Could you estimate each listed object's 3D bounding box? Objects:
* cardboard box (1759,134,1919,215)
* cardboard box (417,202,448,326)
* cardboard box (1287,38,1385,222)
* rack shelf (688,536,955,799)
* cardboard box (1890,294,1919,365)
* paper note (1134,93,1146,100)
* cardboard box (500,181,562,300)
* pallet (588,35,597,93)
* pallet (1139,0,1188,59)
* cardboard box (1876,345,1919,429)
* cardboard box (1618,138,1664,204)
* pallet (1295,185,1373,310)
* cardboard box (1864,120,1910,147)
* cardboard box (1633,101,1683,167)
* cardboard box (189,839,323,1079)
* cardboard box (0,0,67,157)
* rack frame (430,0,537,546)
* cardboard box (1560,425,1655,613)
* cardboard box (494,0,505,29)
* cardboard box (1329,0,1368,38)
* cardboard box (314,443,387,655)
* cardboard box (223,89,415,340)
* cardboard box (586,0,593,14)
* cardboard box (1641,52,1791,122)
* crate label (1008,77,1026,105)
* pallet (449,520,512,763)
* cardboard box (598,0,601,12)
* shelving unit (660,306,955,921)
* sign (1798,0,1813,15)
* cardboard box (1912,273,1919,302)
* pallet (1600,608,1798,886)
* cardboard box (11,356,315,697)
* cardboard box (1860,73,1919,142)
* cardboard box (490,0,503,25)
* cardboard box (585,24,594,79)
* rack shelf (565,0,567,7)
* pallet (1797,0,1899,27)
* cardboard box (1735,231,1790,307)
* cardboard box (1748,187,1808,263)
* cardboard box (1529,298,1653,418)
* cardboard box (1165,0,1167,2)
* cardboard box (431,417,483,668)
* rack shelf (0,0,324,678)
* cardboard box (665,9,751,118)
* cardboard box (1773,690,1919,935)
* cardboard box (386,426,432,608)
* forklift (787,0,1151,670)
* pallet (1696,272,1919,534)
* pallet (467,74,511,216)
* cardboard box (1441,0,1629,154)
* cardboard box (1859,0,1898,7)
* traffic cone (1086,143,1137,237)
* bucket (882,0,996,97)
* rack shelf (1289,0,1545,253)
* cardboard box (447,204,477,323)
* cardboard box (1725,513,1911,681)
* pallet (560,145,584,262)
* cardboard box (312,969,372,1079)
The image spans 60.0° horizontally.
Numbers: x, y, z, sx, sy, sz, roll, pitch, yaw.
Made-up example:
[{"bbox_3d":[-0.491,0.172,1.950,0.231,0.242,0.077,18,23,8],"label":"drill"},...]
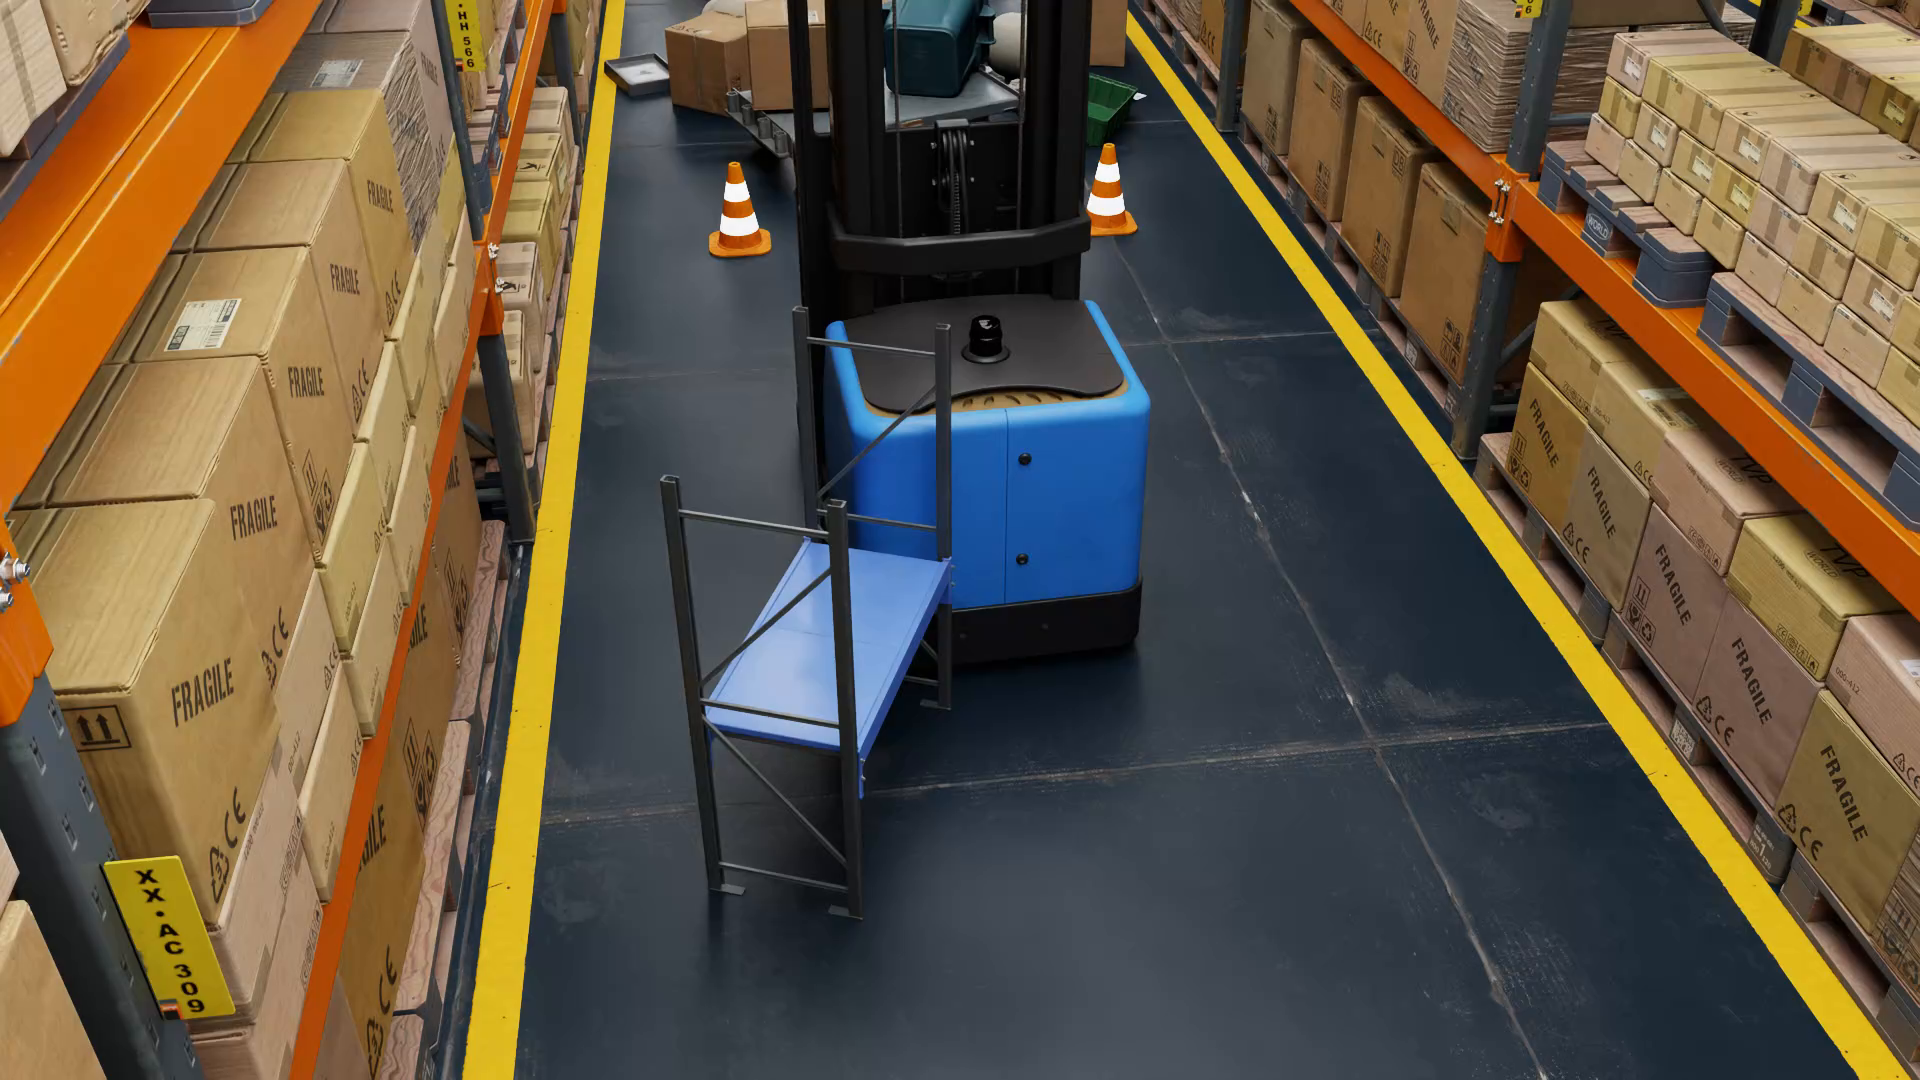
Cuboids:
[{"bbox_3d":[2.678,-1.109,5.035,0.380,0.149,0.250,-3,34,-4],"label":"cardboard box"},{"bbox_3d":[-1.835,-0.828,4.991,0.500,0.250,0.500,-5,35,-8],"label":"cardboard box"},{"bbox_3d":[2.428,-2.249,9.012,1.050,0.750,0.750,-4,35,-6],"label":"cardboard box"},{"bbox_3d":[-0.403,0.365,5.201,0.538,0.185,1.000,9,35,12],"label":"rack shelf"},{"bbox_3d":[2.775,-0.554,4.486,0.380,0.149,0.250,-4,35,-6],"label":"cardboard box"},{"bbox_3d":[1.142,-2.964,11.071,0.142,0.020,0.147,27,43,34],"label":"paper note"},{"bbox_3d":[-2.494,-1.459,8.187,0.950,0.372,0.625,-3,34,-5],"label":"cardboard box"},{"bbox_3d":[-3.055,-3.354,11.485,1.003,0.211,1.213,-4,35,-6],"label":"pallet"},{"bbox_3d":[1.937,-3.844,12.203,1.003,0.211,1.213,-4,35,-6],"label":"pallet"},{"bbox_3d":[2.777,-0.422,4.557,0.380,0.149,0.250,-3,34,-4],"label":"cardboard box"},{"bbox_3d":[2.563,-1.307,5.854,0.380,0.149,0.250,-3,34,-4],"label":"cardboard box"},{"bbox_3d":[2.475,-1.624,8.946,1.003,0.211,1.213,-4,35,-6],"label":"pallet"},{"bbox_3d":[3.261,-1.308,5.591,0.380,0.149,0.250,-4,34,-5],"label":"cardboard box"},{"bbox_3d":[2.572,-1.408,5.739,0.380,0.149,0.250,-3,34,-4],"label":"cardboard box"},{"bbox_3d":[-1.484,0.808,3.033,0.500,0.250,0.500,-5,35,-7],"label":"cardboard box"},{"bbox_3d":[-1.407,-0.651,2.125,0.396,0.266,0.258,-5,35,-7],"label":"cardboard box"},{"bbox_3d":[-2.224,-1.220,5.877,1.000,3.000,0.127,-4,35,-6],"label":"rack frame"},{"bbox_3d":[2.581,-0.098,6.077,0.500,0.500,0.500,-4,34,-6],"label":"cardboard box"},{"bbox_3d":[-2.253,-2.391,7.445,0.380,0.149,0.250,-3,34,-5],"label":"cardboard box"},{"bbox_3d":[2.135,-2.767,8.058,0.500,0.500,0.500,-4,34,-6],"label":"cardboard box"},{"bbox_3d":[-1.605,0.028,3.735,0.500,0.250,0.500,-4,34,-6],"label":"cardboard box"},{"bbox_3d":[-1.758,-0.843,4.346,0.500,0.500,0.500,-4,35,-6],"label":"cardboard box"},{"bbox_3d":[-2.726,-3.737,10.972,0.500,0.500,0.500,-3,34,-4],"label":"cardboard box"},{"bbox_3d":[2.576,-1.545,5.675,0.380,0.149,0.250,-5,35,-8],"label":"cardboard box"},{"bbox_3d":[0.452,-2.953,10.961,0.250,0.136,0.298,27,43,34],"label":"crate label"},{"bbox_3d":[-2.193,0.378,6.008,1.003,0.211,1.213,-4,35,-6],"label":"pallet"},{"bbox_3d":[-2.863,-4.001,12.027,0.500,0.250,0.500,-4,35,-6],"label":"cardboard box"},{"bbox_3d":[-0.403,0.217,5.100,0.538,1.500,1.048,9,35,12],"label":"shelving unit"},{"bbox_3d":[3.204,-2.144,6.274,0.100,0.325,0.005,-4,35,-6],"label":"sign"},{"bbox_3d":[2.783,-0.672,4.394,0.380,0.149,0.250,-6,35,-9],"label":"cardboard box"},{"bbox_3d":[2.932,0.616,5.658,1.003,0.211,1.213,-4,35,-6],"label":"pallet"},{"bbox_3d":[-1.556,0.008,3.098,0.500,0.500,0.500,-5,35,-7],"label":"cardboard box"},{"bbox_3d":[3.254,-1.442,5.524,0.380,0.149,0.250,-3,34,-5],"label":"cardboard box"},{"bbox_3d":[-2.210,-2.413,6.901,0.500,0.500,0.500,-4,34,-6],"label":"cardboard box"},{"bbox_3d":[-2.657,-3.136,10.757,0.500,0.250,0.500,-3,34,-4],"label":"cardboard box"},{"bbox_3d":[-3.031,-4.271,10.993,1.077,0.370,4.000,-4,35,-6],"label":"rack shelf"},{"bbox_3d":[6.765,-4.105,12.586,1.003,0.211,1.213,-4,35,-6],"label":"pallet"},{"bbox_3d":[2.676,-0.857,5.194,0.380,0.149,0.250,-3,34,-5],"label":"cardboard box"},{"bbox_3d":[2.678,-0.980,5.110,0.380,0.149,0.250,-4,35,-6],"label":"cardboard box"},{"bbox_3d":[2.520,-0.699,6.293,0.500,0.250,0.500,-6,35,-9],"label":"cardboard box"},{"bbox_3d":[1.868,-4.547,12.272,0.875,0.875,0.875,-5,35,-7],"label":"cardboard box"},{"bbox_3d":[-2.214,-0.124,5.782,0.875,0.875,0.875,-5,35,-7],"label":"cardboard box"},{"bbox_3d":[-1.955,-1.046,3.597,1.077,0.370,4.000,-4,35,-6],"label":"rack shelf"},{"bbox_3d":[-1.558,-3.121,10.884,0.500,0.500,0.500,20,39,26],"label":"cardboard box"},{"bbox_3d":[2.787,0.760,4.818,0.500,0.500,0.500,-5,35,-8],"label":"cardboard box"},{"bbox_3d":[-1.666,-0.047,4.289,0.500,0.250,0.500,-5,35,-7],"label":"cardboard box"},{"bbox_3d":[-0.114,-1.560,6.437,1.130,2.935,3.031,-6,35,-9],"label":"forklift"},{"bbox_3d":[2.974,-0.471,4.947,1.003,0.211,1.213,-4,35,-6],"label":"pallet"},{"bbox_3d":[-2.426,-1.531,6.503,1.213,0.211,1.003,-4,35,-6],"label":"pallet"},{"bbox_3d":[2.341,-1.924,6.821,0.500,0.500,0.500,-4,35,-6],"label":"cardboard box"},{"bbox_3d":[6.798,-4.229,12.139,0.500,0.500,0.500,-7,35,-11],"label":"cardboard box"},{"bbox_3d":[0.813,-1.973,9.234,0.336,0.463,0.334,-4,35,-6],"label":"traffic cone"},{"bbox_3d":[-0.174,-3.060,10.134,0.726,0.611,0.620,7,45,10],"label":"bucket"},{"bbox_3d":[2.398,-2.470,8.350,1.077,0.370,4.000,-4,35,-6],"label":"rack shelf"},{"bbox_3d":[-1.899,-0.896,5.534,0.500,0.250,0.500,-6,35,-8],"label":"cardboard box"},{"bbox_3d":[2.714,0.152,5.044,0.500,0.250,0.500,-6,35,-8],"label":"cardboard box"},{"bbox_3d":[-2.656,-1.866,9.300,1.003,0.211,1.213,-4,35,-6],"label":"pallet"},{"bbox_3d":[-1.849,1.376,3.580,0.875,0.875,0.875,-3,34,-5],"label":"cardboard box"}]
